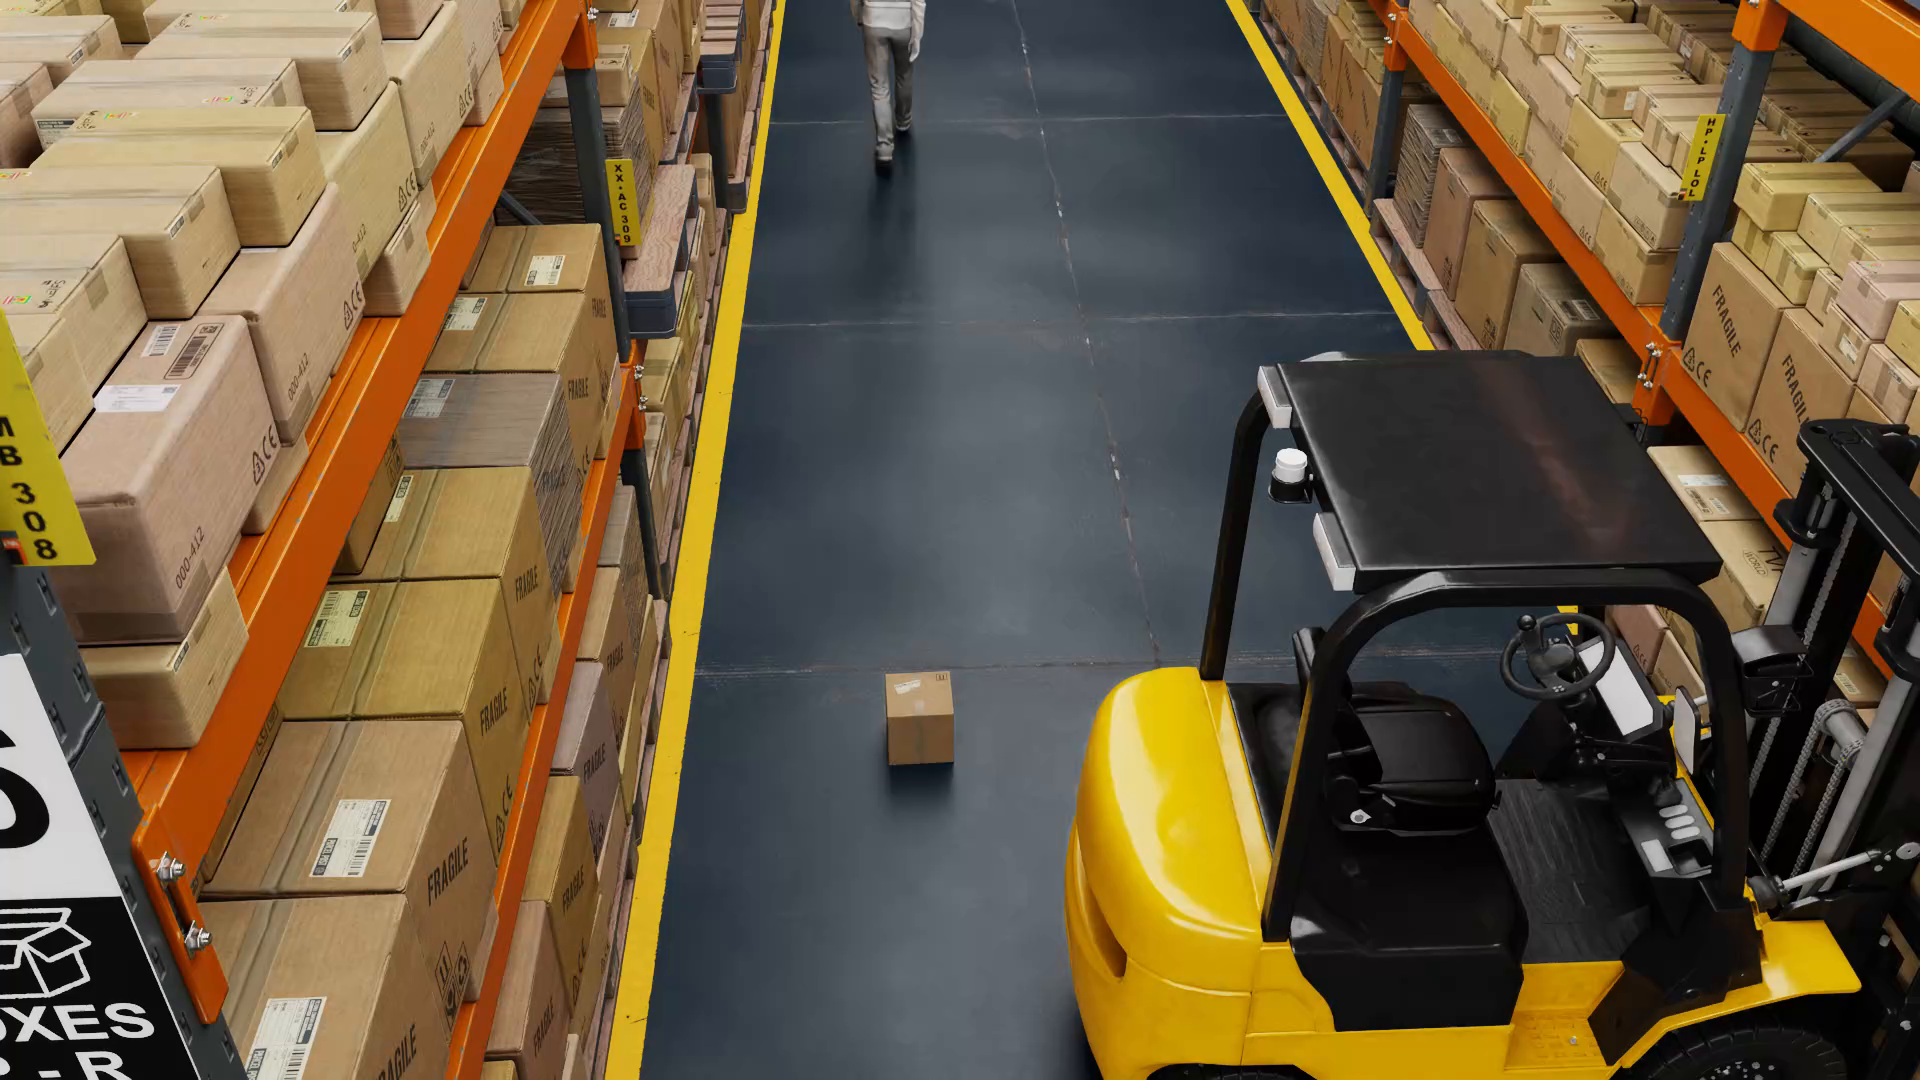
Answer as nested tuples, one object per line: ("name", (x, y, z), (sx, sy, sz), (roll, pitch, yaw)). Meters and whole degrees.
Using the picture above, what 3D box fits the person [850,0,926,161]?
("person", (-0.473, -3.363, 10.840), (0.489, 1.638, 1.001), (-3, 36, -4))
